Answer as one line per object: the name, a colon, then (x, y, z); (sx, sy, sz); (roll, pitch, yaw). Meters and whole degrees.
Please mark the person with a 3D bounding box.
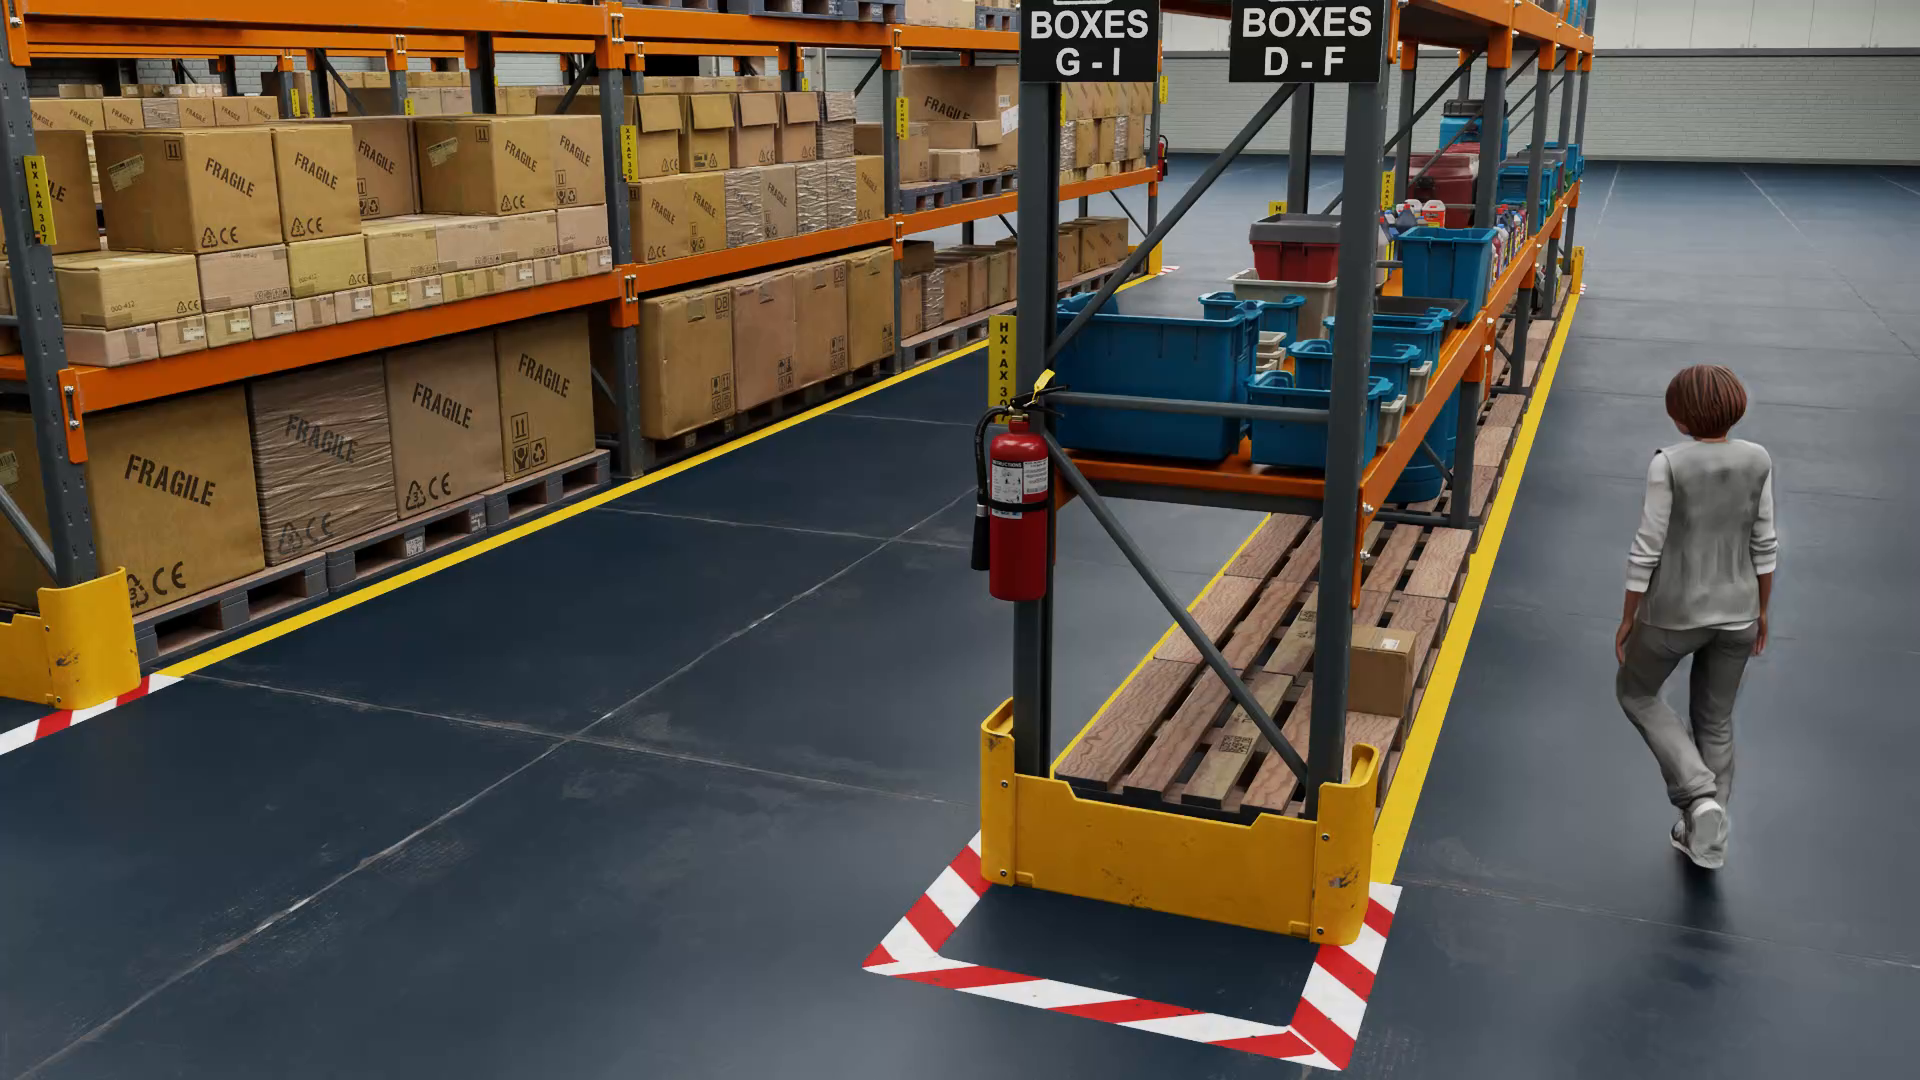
person: (2.246, 0.246, 5.092); (0.483, 1.581, 0.426); (0, 16, 1)
